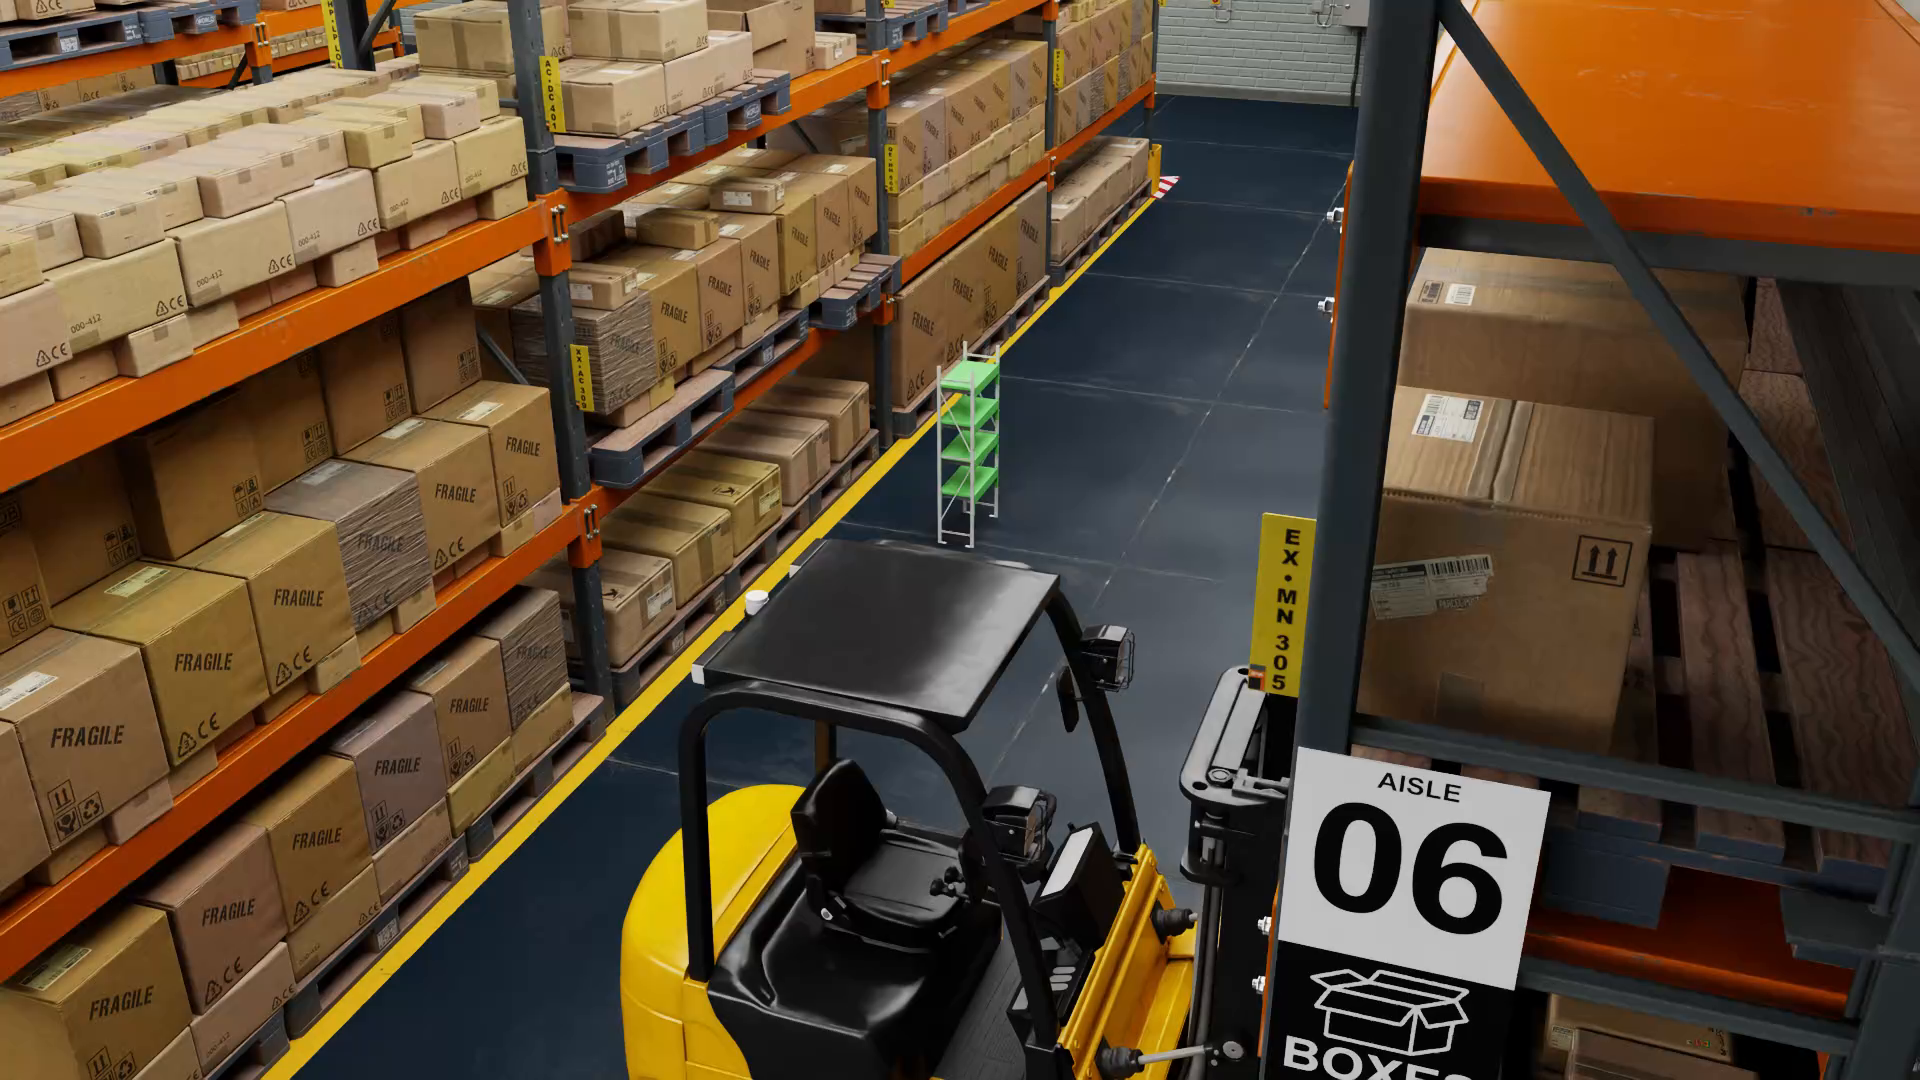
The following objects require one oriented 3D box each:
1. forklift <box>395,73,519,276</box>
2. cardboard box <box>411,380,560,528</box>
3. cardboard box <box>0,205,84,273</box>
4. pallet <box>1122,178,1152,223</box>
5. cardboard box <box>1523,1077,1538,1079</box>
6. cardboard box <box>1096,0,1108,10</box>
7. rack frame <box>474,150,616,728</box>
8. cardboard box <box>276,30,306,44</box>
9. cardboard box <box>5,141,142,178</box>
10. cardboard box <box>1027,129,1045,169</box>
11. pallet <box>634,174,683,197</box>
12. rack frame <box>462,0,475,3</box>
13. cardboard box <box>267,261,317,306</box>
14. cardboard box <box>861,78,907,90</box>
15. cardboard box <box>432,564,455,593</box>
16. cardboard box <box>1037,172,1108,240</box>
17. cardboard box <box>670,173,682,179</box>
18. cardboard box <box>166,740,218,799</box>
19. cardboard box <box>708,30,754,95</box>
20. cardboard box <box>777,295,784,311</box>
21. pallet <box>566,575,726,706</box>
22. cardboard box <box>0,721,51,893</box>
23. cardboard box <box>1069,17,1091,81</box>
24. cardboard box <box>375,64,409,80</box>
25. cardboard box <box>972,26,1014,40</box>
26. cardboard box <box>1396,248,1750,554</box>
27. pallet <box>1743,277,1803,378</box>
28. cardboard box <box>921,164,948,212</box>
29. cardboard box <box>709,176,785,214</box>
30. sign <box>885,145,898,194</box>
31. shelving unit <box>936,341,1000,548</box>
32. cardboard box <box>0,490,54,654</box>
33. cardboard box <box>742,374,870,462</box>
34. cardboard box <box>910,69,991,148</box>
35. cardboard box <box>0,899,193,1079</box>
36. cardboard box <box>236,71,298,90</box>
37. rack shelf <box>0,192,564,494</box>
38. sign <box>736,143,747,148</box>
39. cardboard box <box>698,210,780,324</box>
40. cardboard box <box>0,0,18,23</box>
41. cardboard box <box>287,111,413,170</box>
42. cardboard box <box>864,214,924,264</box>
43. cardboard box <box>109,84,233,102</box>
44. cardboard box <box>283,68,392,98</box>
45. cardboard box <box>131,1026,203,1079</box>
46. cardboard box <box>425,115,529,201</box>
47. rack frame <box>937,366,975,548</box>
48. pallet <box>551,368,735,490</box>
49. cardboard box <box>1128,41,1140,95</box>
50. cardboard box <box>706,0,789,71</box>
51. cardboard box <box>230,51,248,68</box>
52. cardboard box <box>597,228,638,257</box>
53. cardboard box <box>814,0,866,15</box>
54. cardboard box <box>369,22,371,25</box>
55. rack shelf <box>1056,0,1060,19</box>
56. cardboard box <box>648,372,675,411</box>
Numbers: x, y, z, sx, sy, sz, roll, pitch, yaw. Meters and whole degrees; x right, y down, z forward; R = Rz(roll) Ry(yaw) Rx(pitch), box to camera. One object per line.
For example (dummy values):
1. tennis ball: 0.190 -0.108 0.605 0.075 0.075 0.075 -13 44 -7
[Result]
1. forklift: -3.522 -2.186 11.902 3.031 2.935 1.130 2 26 4
2. cardboard box: -2.226 -0.415 7.708 0.500 0.500 0.500 8 27 16
3. cardboard box: -2.977 -0.931 5.161 0.380 0.149 0.250 9 27 17
4. pallet: 1.488 -3.791 18.337 1.003 0.211 1.213 9 27 17
5. cardboard box: 1.418 1.358 3.644 0.380 0.149 0.250 9 27 17
6. cardboard box: 1.224 -5.244 16.133 0.380 0.149 0.250 9 27 18
7. rack frame: -2.313 -0.454 8.247 1.000 3.000 0.127 9 27 17
8. cardboard box: -8.084 -6.019 19.571 0.500 0.250 0.500 9 27 18
9. cardboard box: -3.165 -1.317 5.960 0.380 0.149 0.250 9 27 18
10. cardboard box: 0.438 -3.454 14.613 0.500 0.250 0.500 8 27 16
11. pallet: -3.758 -3.947 18.661 1.003 0.211 1.213 9 27 17
12. rack frame: -4.352 -4.418 16.433 1.000 3.000 0.127 9 27 17
13. cardboard box: -2.652 -1.002 6.224 0.380 0.149 0.250 9 27 19
14. cardboard box: -0.722 -3.259 12.777 0.500 0.500 0.500 9 27 17
15. cardboard box: -2.465 0.135 7.318 0.380 0.149 0.250 8 27 17
16. cardboard box: 0.957 -3.388 16.764 0.875 0.438 0.875 8 27 16
17. cardboard box: -3.364 -4.178 18.727 0.380 0.149 0.250 9 27 18
18. cardboard box: -2.918 0.781 5.983 0.380 0.149 0.250 9 27 19
19. cardboard box: -1.426 -2.527 8.775 0.500 0.250 0.500 8 27 17
20. cardboard box: -1.304 -1.472 10.155 0.380 0.149 0.250 9 27 18
21. pallet: -2.055 0.480 9.515 1.003 0.211 1.213 9 27 17
22. cardboard box: -3.225 0.856 5.084 0.500 0.500 0.500 8 27 17
23. cardboard box: 0.910 -4.604 15.555 0.500 0.500 0.500 8 27 17
24. cardboard box: -5.262 -4.239 15.187 0.380 0.149 0.250 9 27 17
25. cardboard box: 0.246 -4.471 15.280 0.500 0.500 0.500 9 27 17
26. cardboard box: 1.391 -0.345 3.867 0.700 0.500 0.500 9 27 18
27. pallet: 2.110 -0.692 5.397 1.003 0.211 1.213 9 27 17
28. cardboard box: -0.407 -2.640 12.360 0.500 0.250 0.500 9 27 19
29. cardboard box: -1.260 -2.045 9.849 0.380 0.149 0.250 7 27 15
30. sign: -0.467 -2.509 11.252 0.100 0.325 0.005 9 27 17
31. shelving unit: 0.055 -0.608 10.629 0.258 1.200 0.503 9 27 17
32. cardboard box: -3.504 0.112 5.473 0.700 0.500 0.500 9 27 18
33. cardboard box: -1.179 -0.874 11.646 0.950 0.372 0.625 7 27 14
34. cardboard box: -0.073 -3.383 13.033 0.500 0.500 0.500 9 27 18
35. cardboard box: -3.107 1.599 5.818 0.500 0.500 0.500 8 27 16
36. cardboard box: -8.401 -5.041 19.676 0.875 0.875 0.875 9 27 17
37. rack shelf: -2.978 -0.659 6.052 1.077 0.370 4.000 9 27 17
38. sign: -1.506 -2.699 11.553 0.100 0.325 0.005 9 27 17
39. cardboard box: -1.382 -1.593 9.661 0.500 0.500 0.500 8 27 15
40. cardboard box: -6.192 -3.393 10.430 0.396 0.266 0.258 9 27 17
41. cardboard box: -2.360 -1.551 6.442 0.380 0.149 0.250 10 27 19
42. cardboard box: -0.582 -2.195 12.014 0.500 0.250 0.500 8 27 17
43. cardboard box: -5.842 -3.087 12.421 0.700 0.500 0.500 9 27 17
44. cardboard box: -2.725 -1.968 7.304 0.380 0.149 0.250 8 27 17
45. cardboard box: -3.115 1.946 5.961 0.500 0.250 0.500 9 27 17
46. cardboard box: -2.206 -1.650 7.104 0.500 0.250 0.500 8 27 17
47. rack frame: -0.026 -0.508 10.422 0.240 1.200 0.015 9 27 17
48. pallet: -1.921 -0.661 8.893 1.003 0.211 1.213 9 27 17
49. cardboard box: 1.588 -4.990 17.500 0.500 0.500 0.500 8 27 16
50. cardboard box: -1.462 -2.864 9.662 0.797 0.503 0.637 9 27 17
51. cardboard box: -8.323 -5.464 18.881 0.380 0.149 0.250 8 27 16
52. cardboard box: -2.034 -1.461 9.387 0.500 0.500 0.500 10 27 19
53. cardboard box: -0.999 -3.861 11.239 0.797 0.503 0.637 7 27 14
54. cardboard box: -7.558 -6.409 20.833 0.380 0.149 0.250 9 27 18
55. rack shelf: 1.015 -5.590 16.237 1.077 0.370 4.000 9 27 17
56. cardboard box: -1.740 -0.813 8.794 0.380 0.149 0.250 9 27 18
